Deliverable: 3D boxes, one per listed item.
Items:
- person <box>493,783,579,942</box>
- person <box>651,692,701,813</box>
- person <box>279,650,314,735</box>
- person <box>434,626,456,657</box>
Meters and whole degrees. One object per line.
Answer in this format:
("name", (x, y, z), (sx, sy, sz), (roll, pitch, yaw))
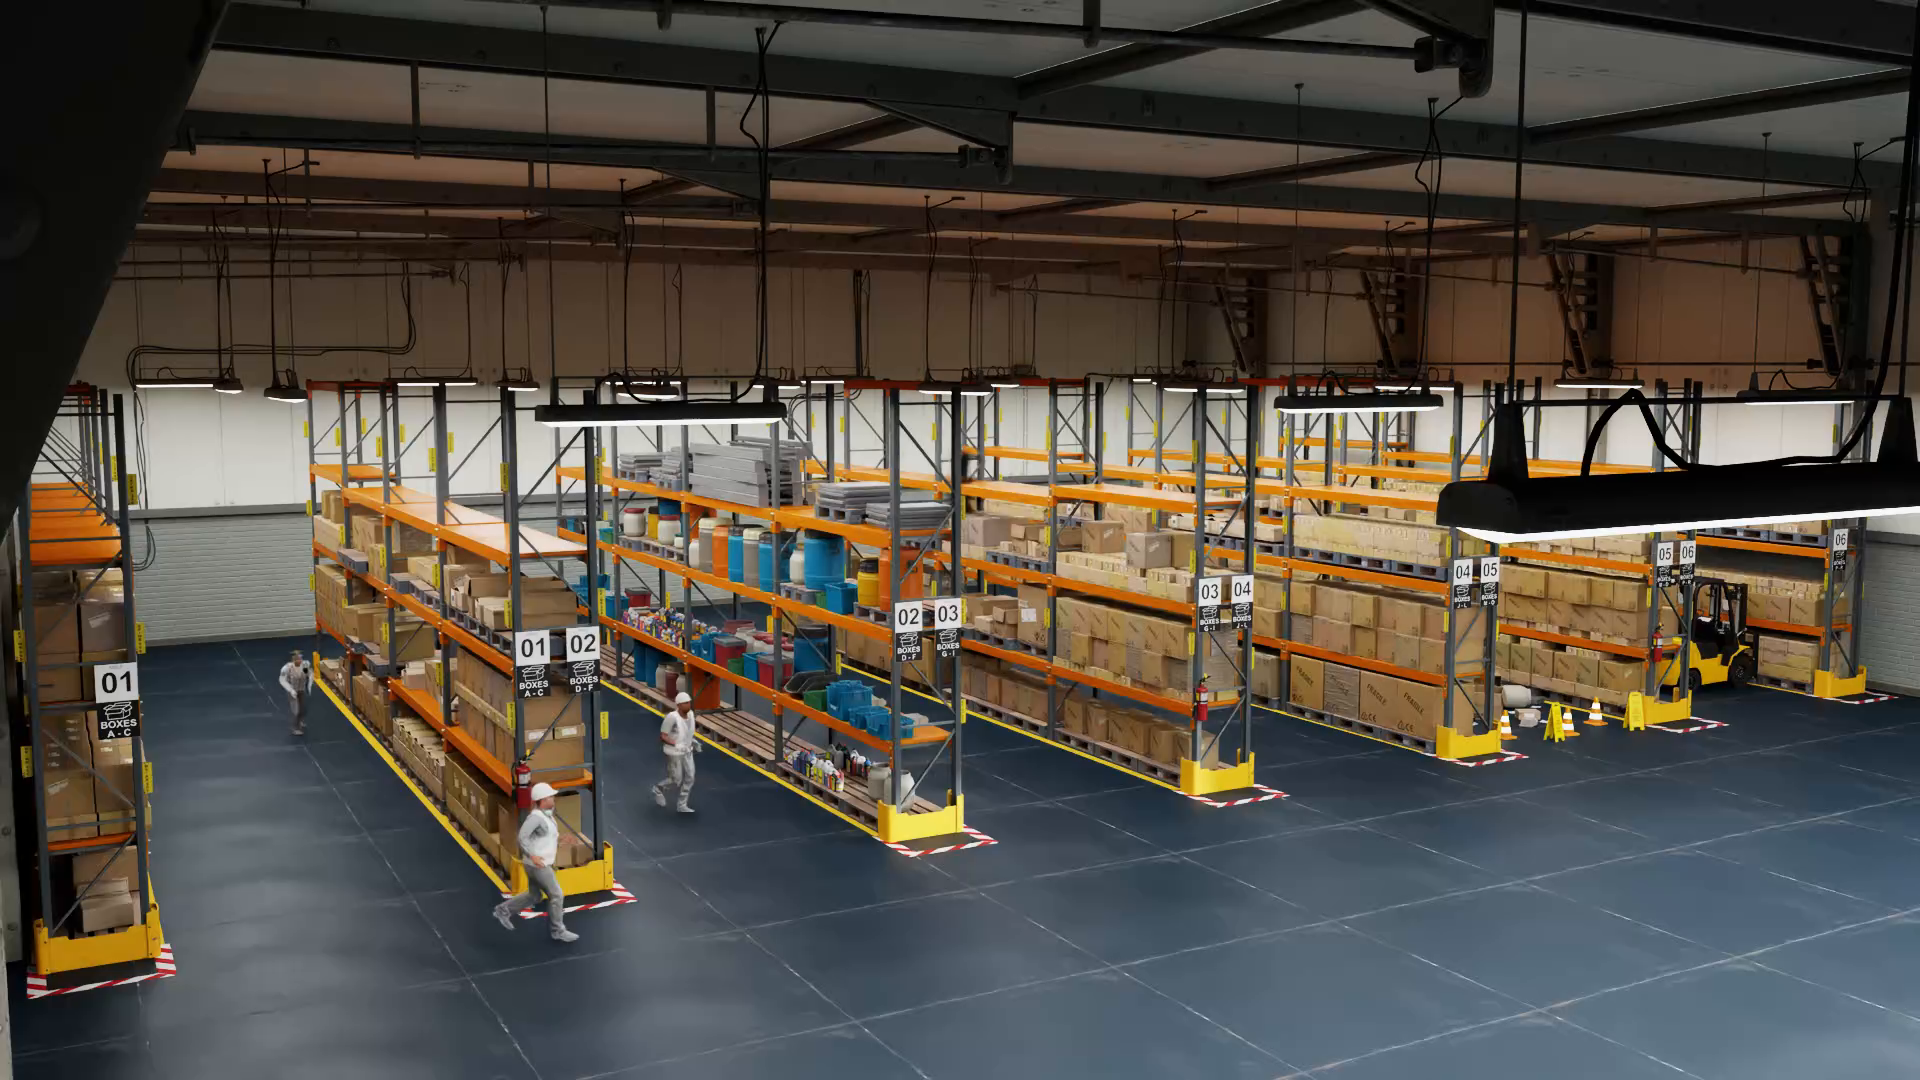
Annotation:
("person", (-4.665, 3.530, 18.193), (0.934, 1.771, 0.643), (-1, 6, -8))
("person", (-4.019, 2.989, 23.468), (0.787, 1.732, 0.680), (4, 7, 35))
("person", (-11.304, 2.573, 28.306), (0.838, 1.515, 0.604), (6, 8, 43))
("person", (-10.276, 2.041, 33.196), (0.507, 1.524, 0.824), (-4, 7, -34))
